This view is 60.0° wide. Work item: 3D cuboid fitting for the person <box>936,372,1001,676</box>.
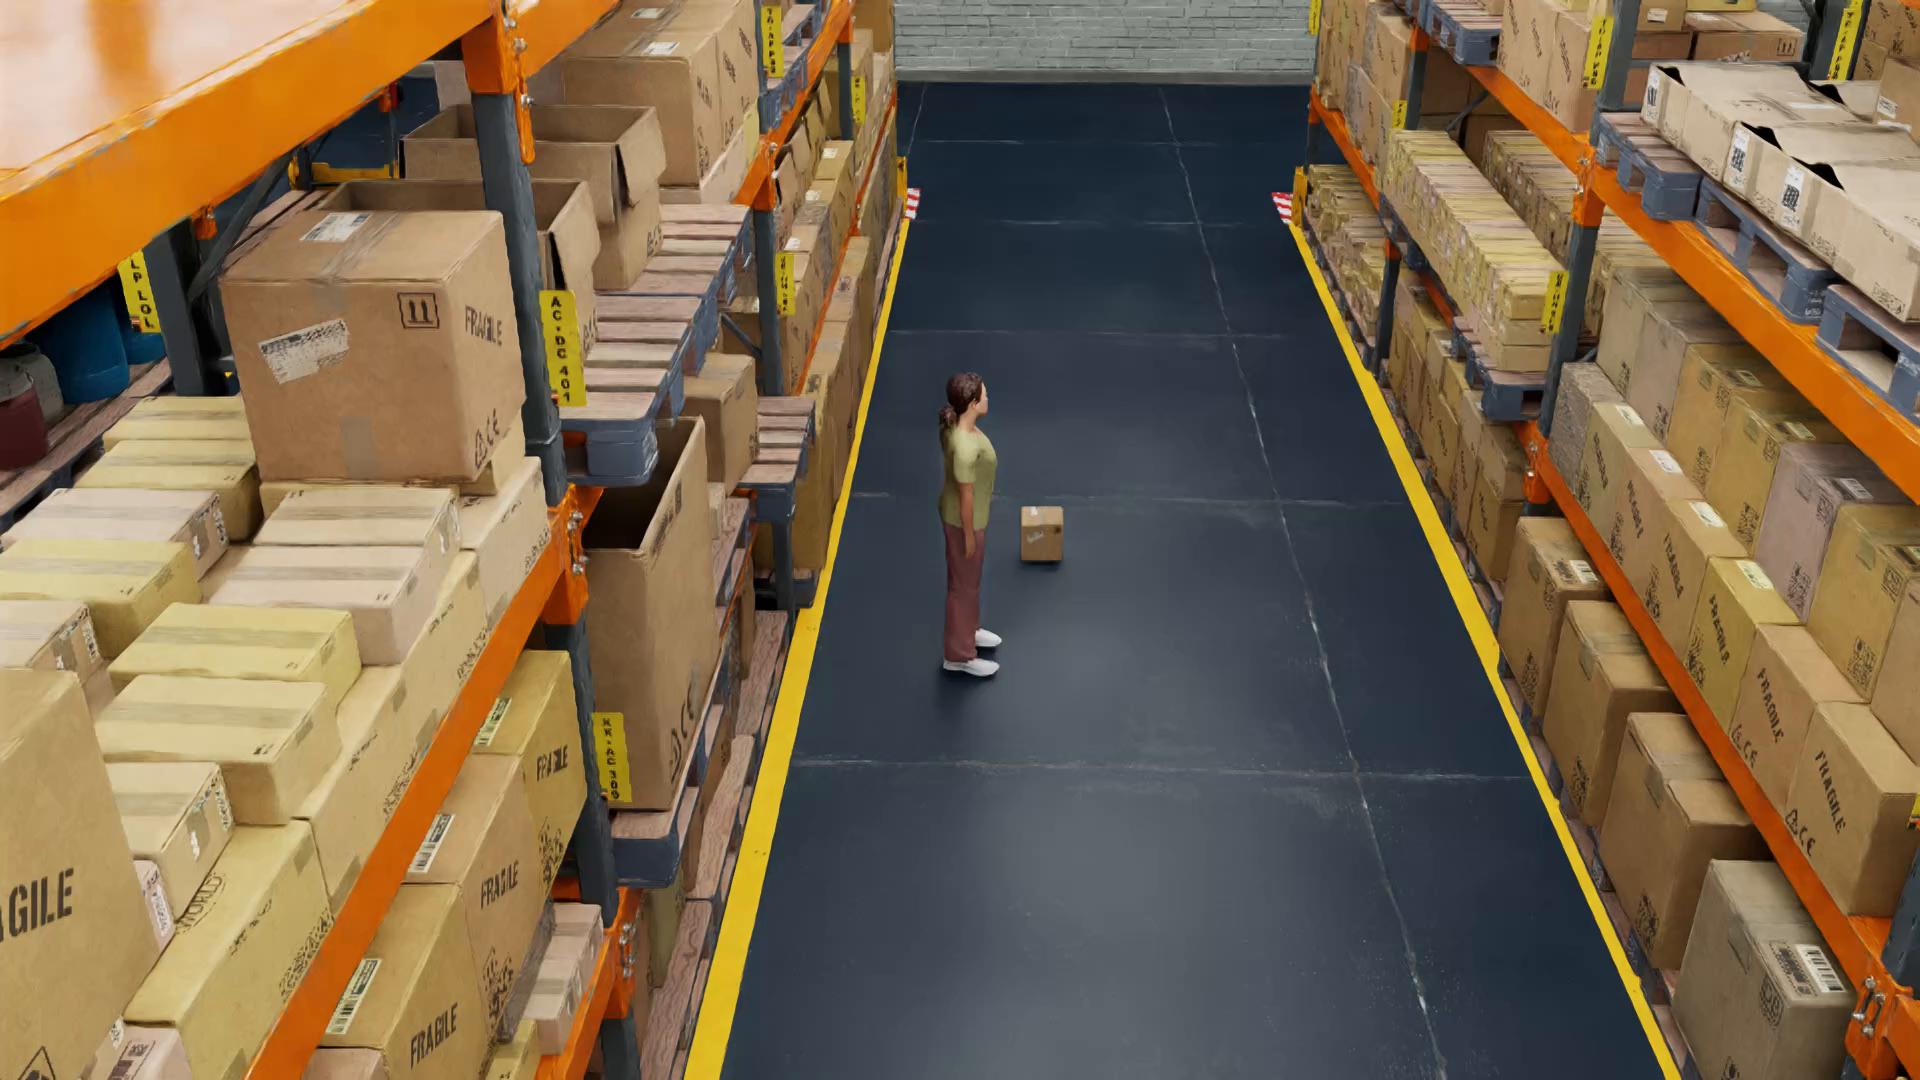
[{"bbox_3d":[0.053,-0.104,8.770,0.379,1.678,0.488,-4,28,-8],"label":"person"}]
